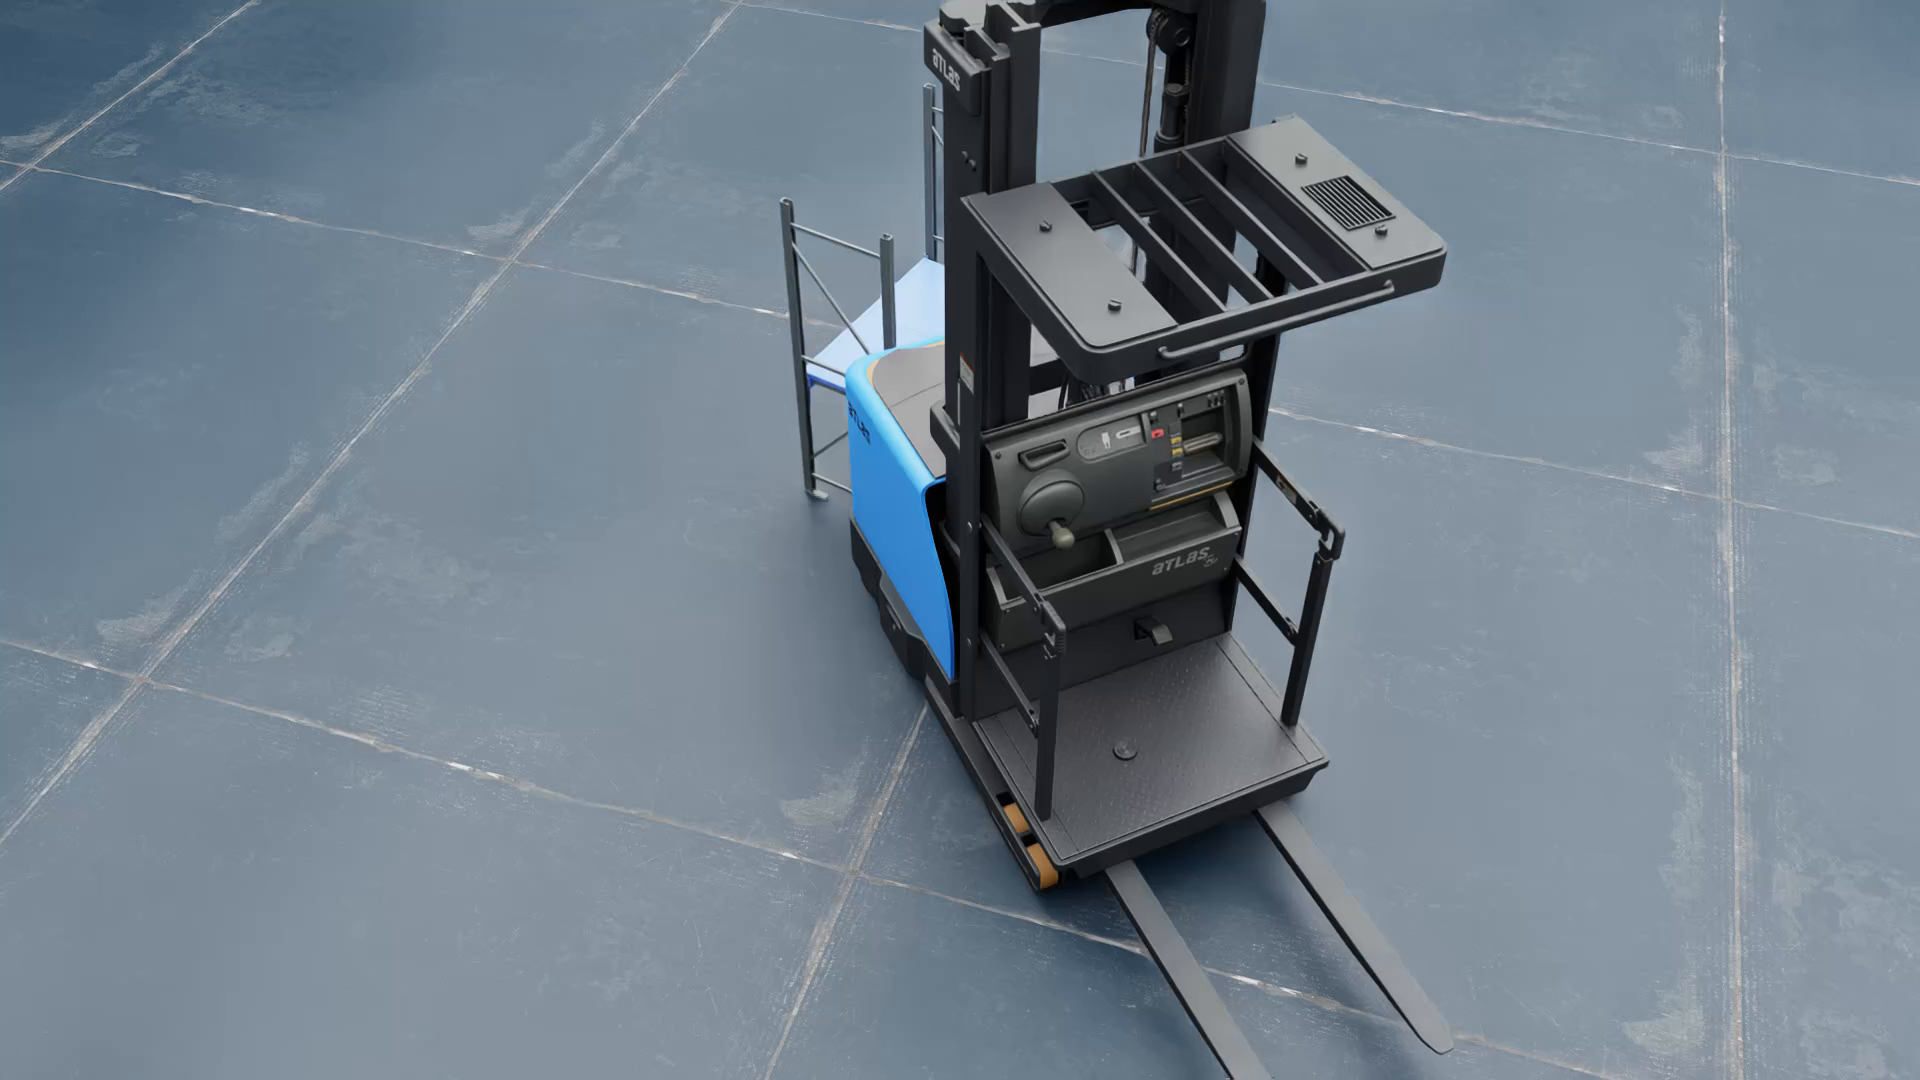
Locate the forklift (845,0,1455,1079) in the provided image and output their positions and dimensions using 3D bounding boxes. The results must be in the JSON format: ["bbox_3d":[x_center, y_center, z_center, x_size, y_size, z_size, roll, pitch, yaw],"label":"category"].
[{"bbox_3d":[0.619,-0.165,5.222,1.130,2.935,3.031,-18,47,-17],"label":"forklift"}]

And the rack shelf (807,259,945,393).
[{"bbox_3d":[-0.201,-0.892,7.150,0.459,0.026,0.952,23,49,22],"label":"rack shelf"}]

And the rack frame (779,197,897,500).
[{"bbox_3d":[-0.467,-0.670,6.762,0.500,1.500,0.032,23,49,22],"label":"rack frame"}]

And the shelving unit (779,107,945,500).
[{"bbox_3d":[-0.203,-0.970,7.068,0.500,1.500,1.039,23,49,22],"label":"shelving unit"}]

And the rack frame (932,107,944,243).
[{"bbox_3d":[0.067,-1.275,7.380,0.475,1.308,0.013,23,49,22],"label":"rack frame"}]
